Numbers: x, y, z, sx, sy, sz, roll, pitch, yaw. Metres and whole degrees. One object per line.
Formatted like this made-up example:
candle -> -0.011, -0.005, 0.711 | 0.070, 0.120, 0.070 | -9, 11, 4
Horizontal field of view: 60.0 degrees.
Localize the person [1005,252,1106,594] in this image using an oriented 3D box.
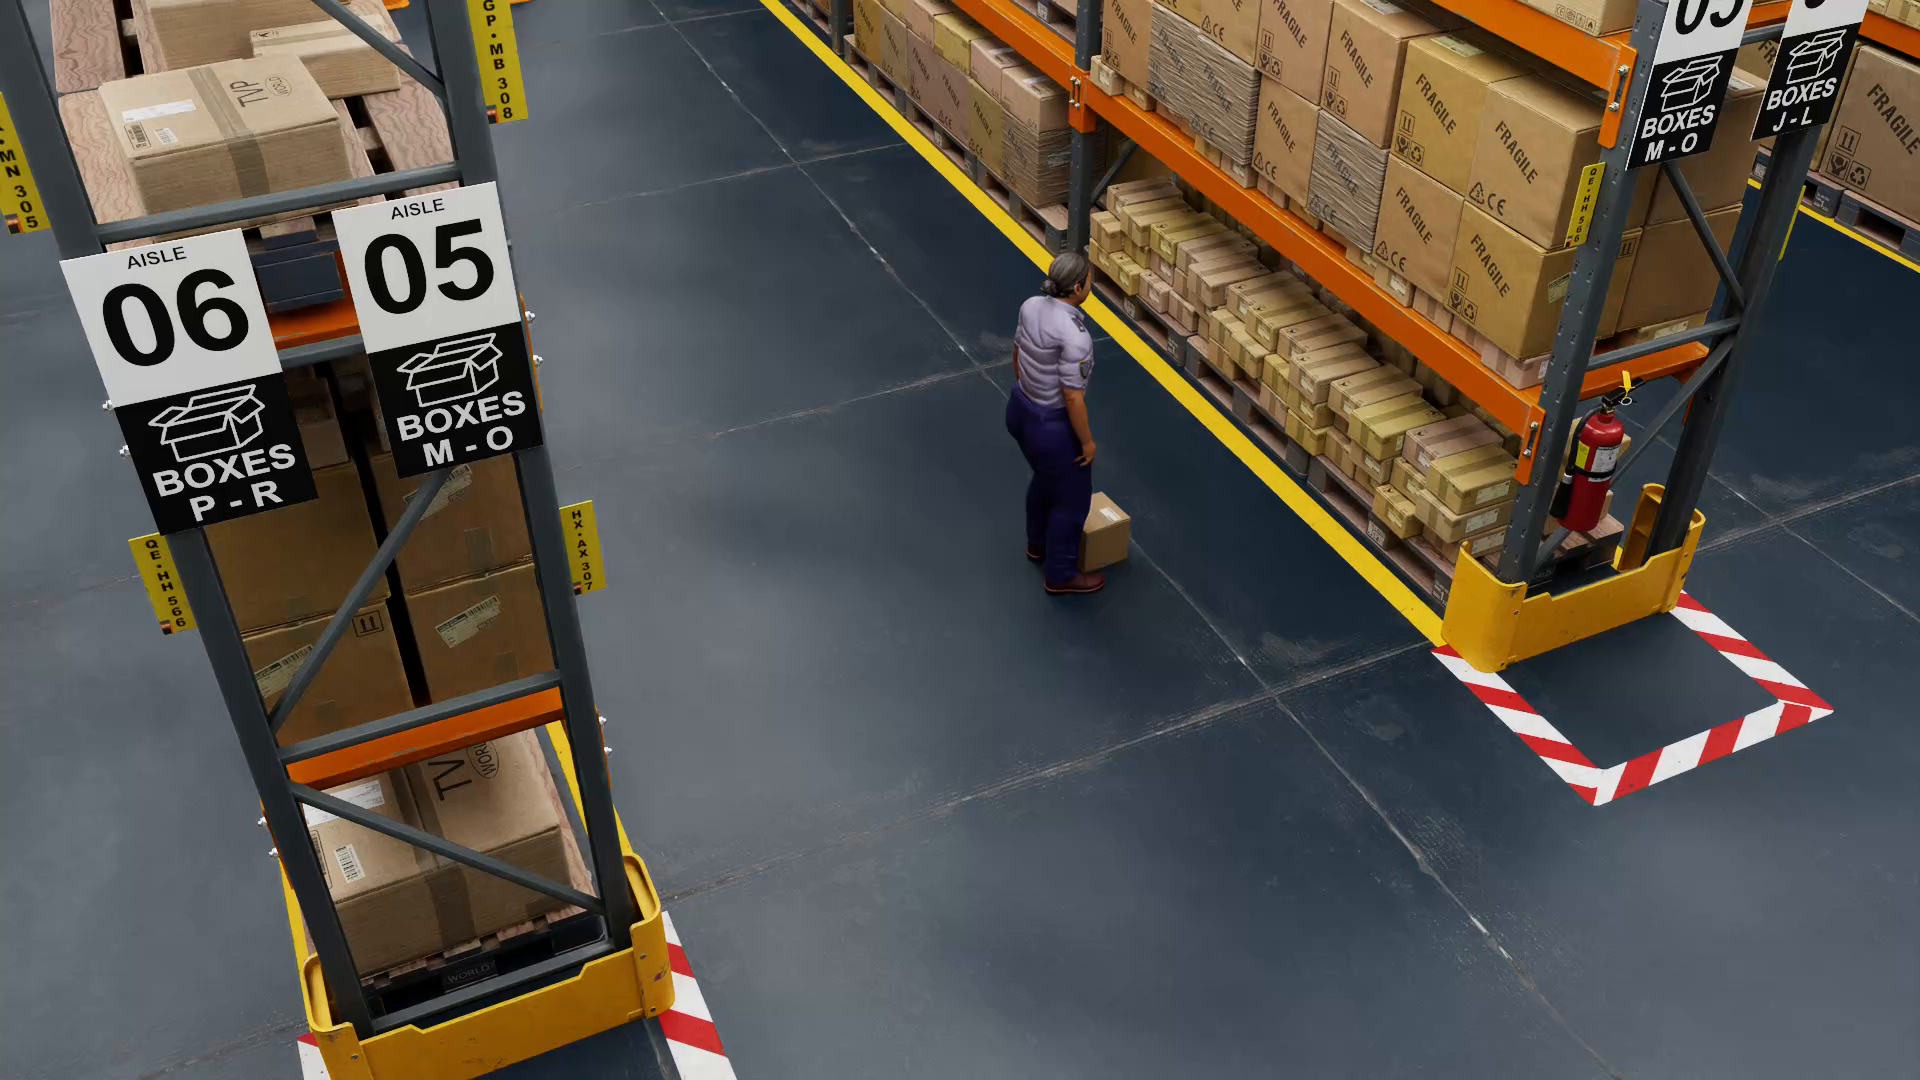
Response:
person -> 0.453, -0.537, 7.561 | 0.423, 1.652, 0.564 | -18, 41, -22
